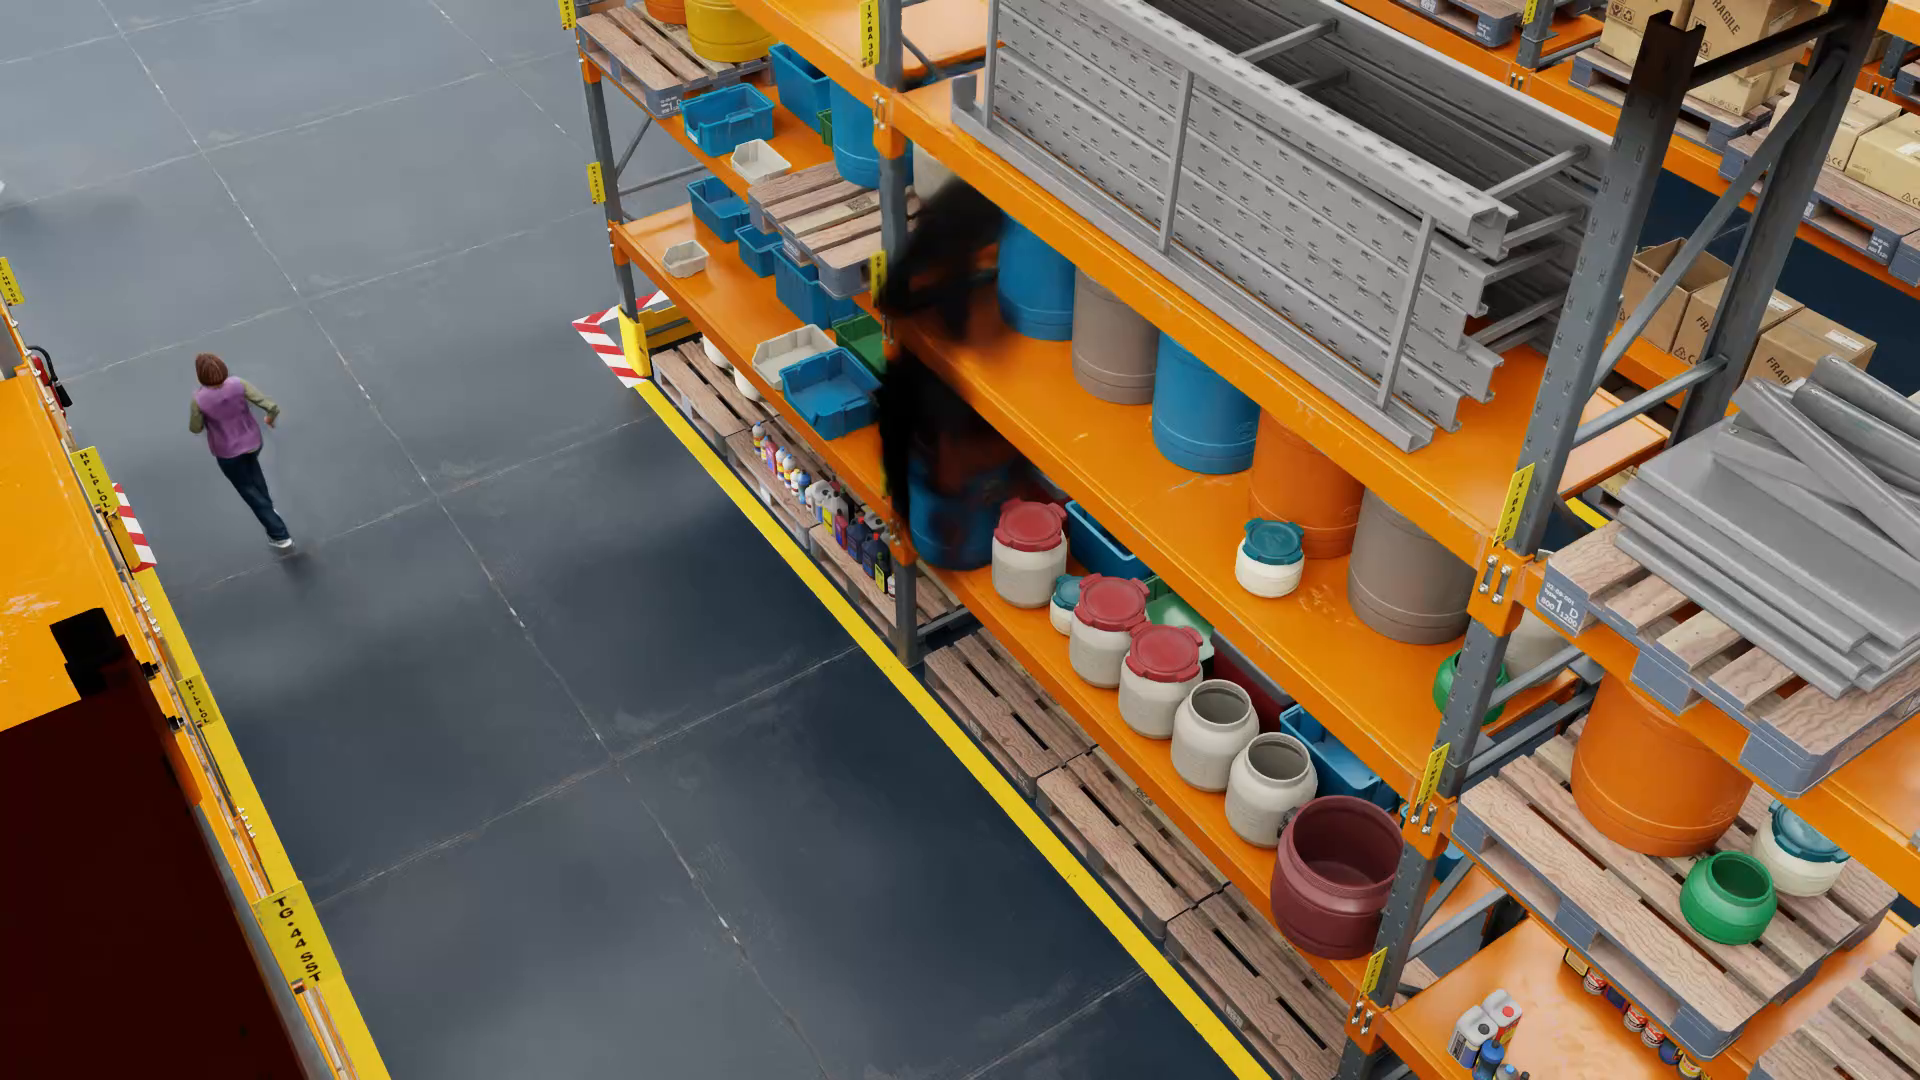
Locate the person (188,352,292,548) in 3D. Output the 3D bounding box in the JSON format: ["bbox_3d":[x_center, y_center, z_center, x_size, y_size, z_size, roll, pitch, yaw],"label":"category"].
[{"bbox_3d":[-4.858,-0.615,11.248,0.663,1.611,0.519,33,52,31],"label":"person"}]
